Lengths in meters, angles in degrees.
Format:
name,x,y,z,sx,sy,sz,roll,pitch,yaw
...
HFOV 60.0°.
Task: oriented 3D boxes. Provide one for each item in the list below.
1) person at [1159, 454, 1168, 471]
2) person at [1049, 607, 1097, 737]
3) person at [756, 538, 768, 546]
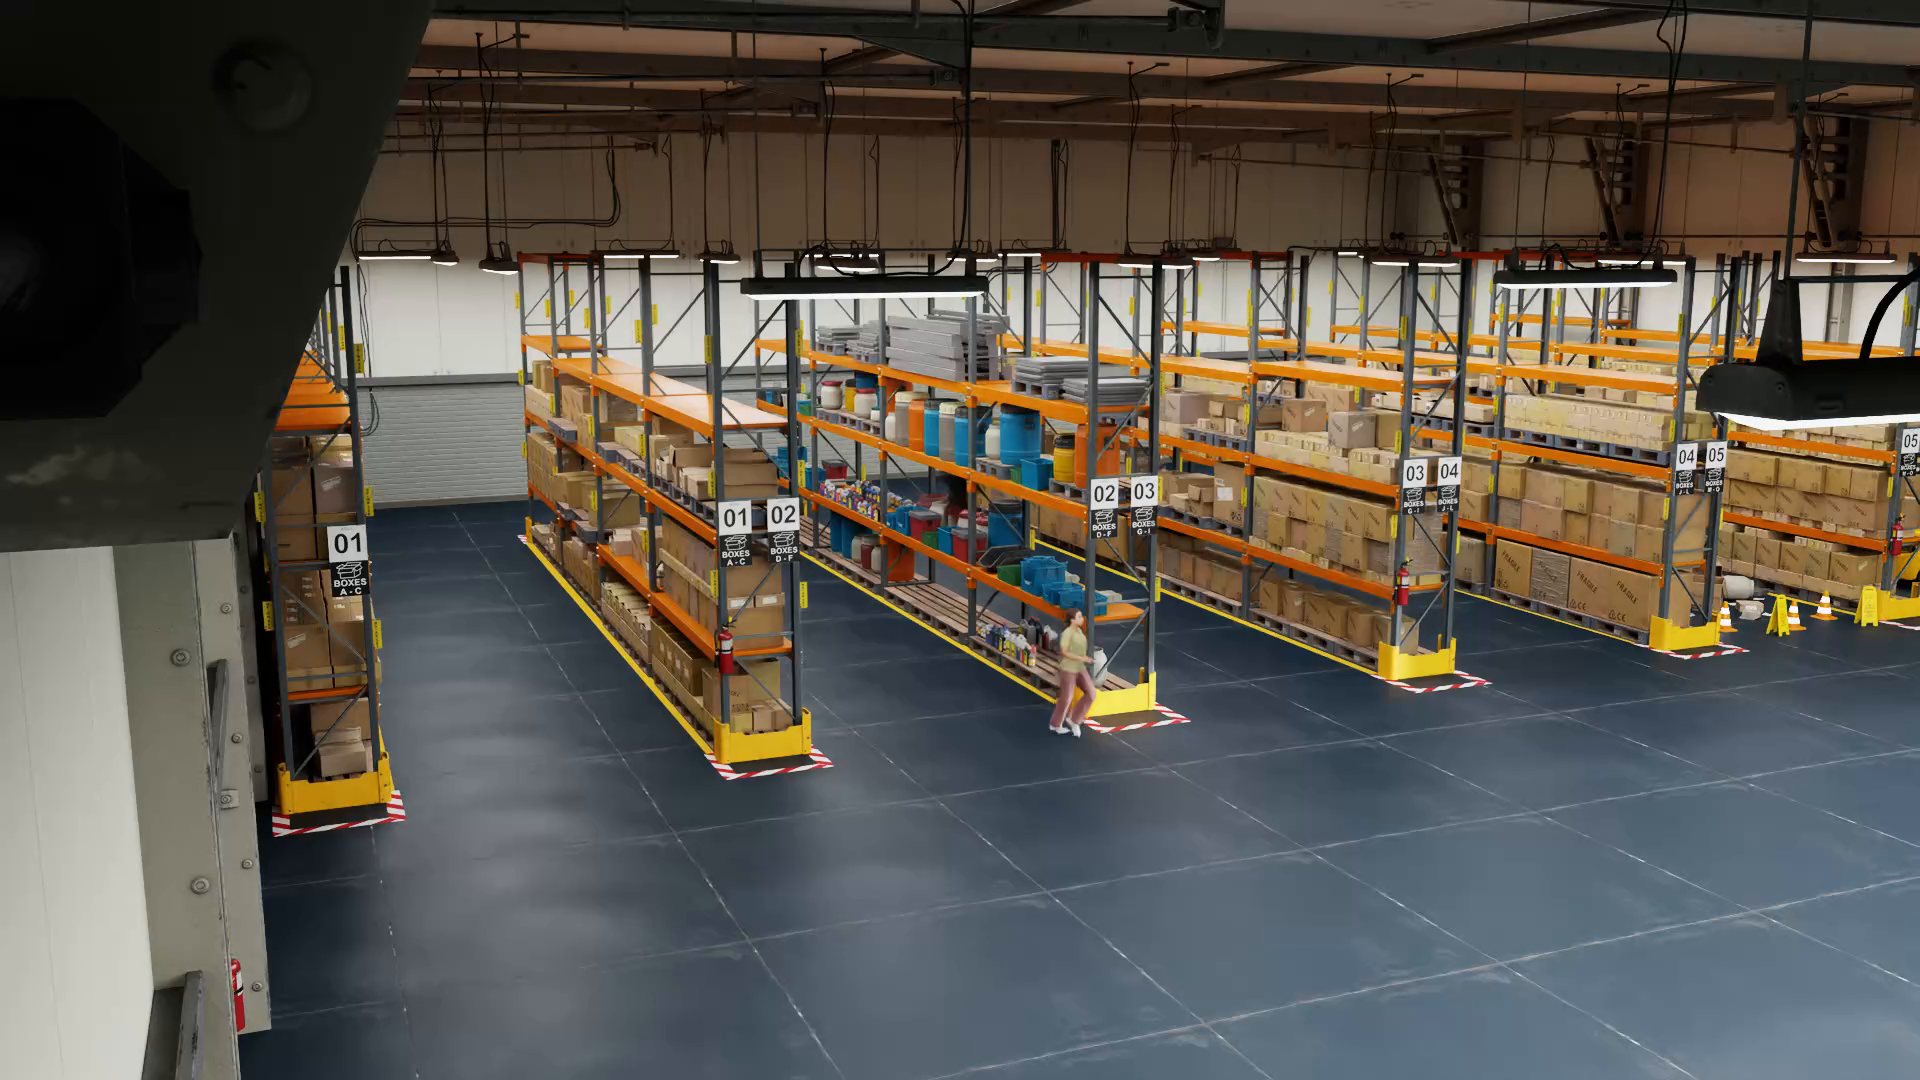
name,x,y,z,sx,sy,sz,roll,pitch,yaw
person,4.169,-0.919,35.070,0.636,1.815,0.850,-6,12,-29
person,1.470,1.683,21.248,0.637,1.678,0.598,8,13,37
person,-3.570,-0.058,29.280,0.607,1.642,0.699,-7,13,-34
